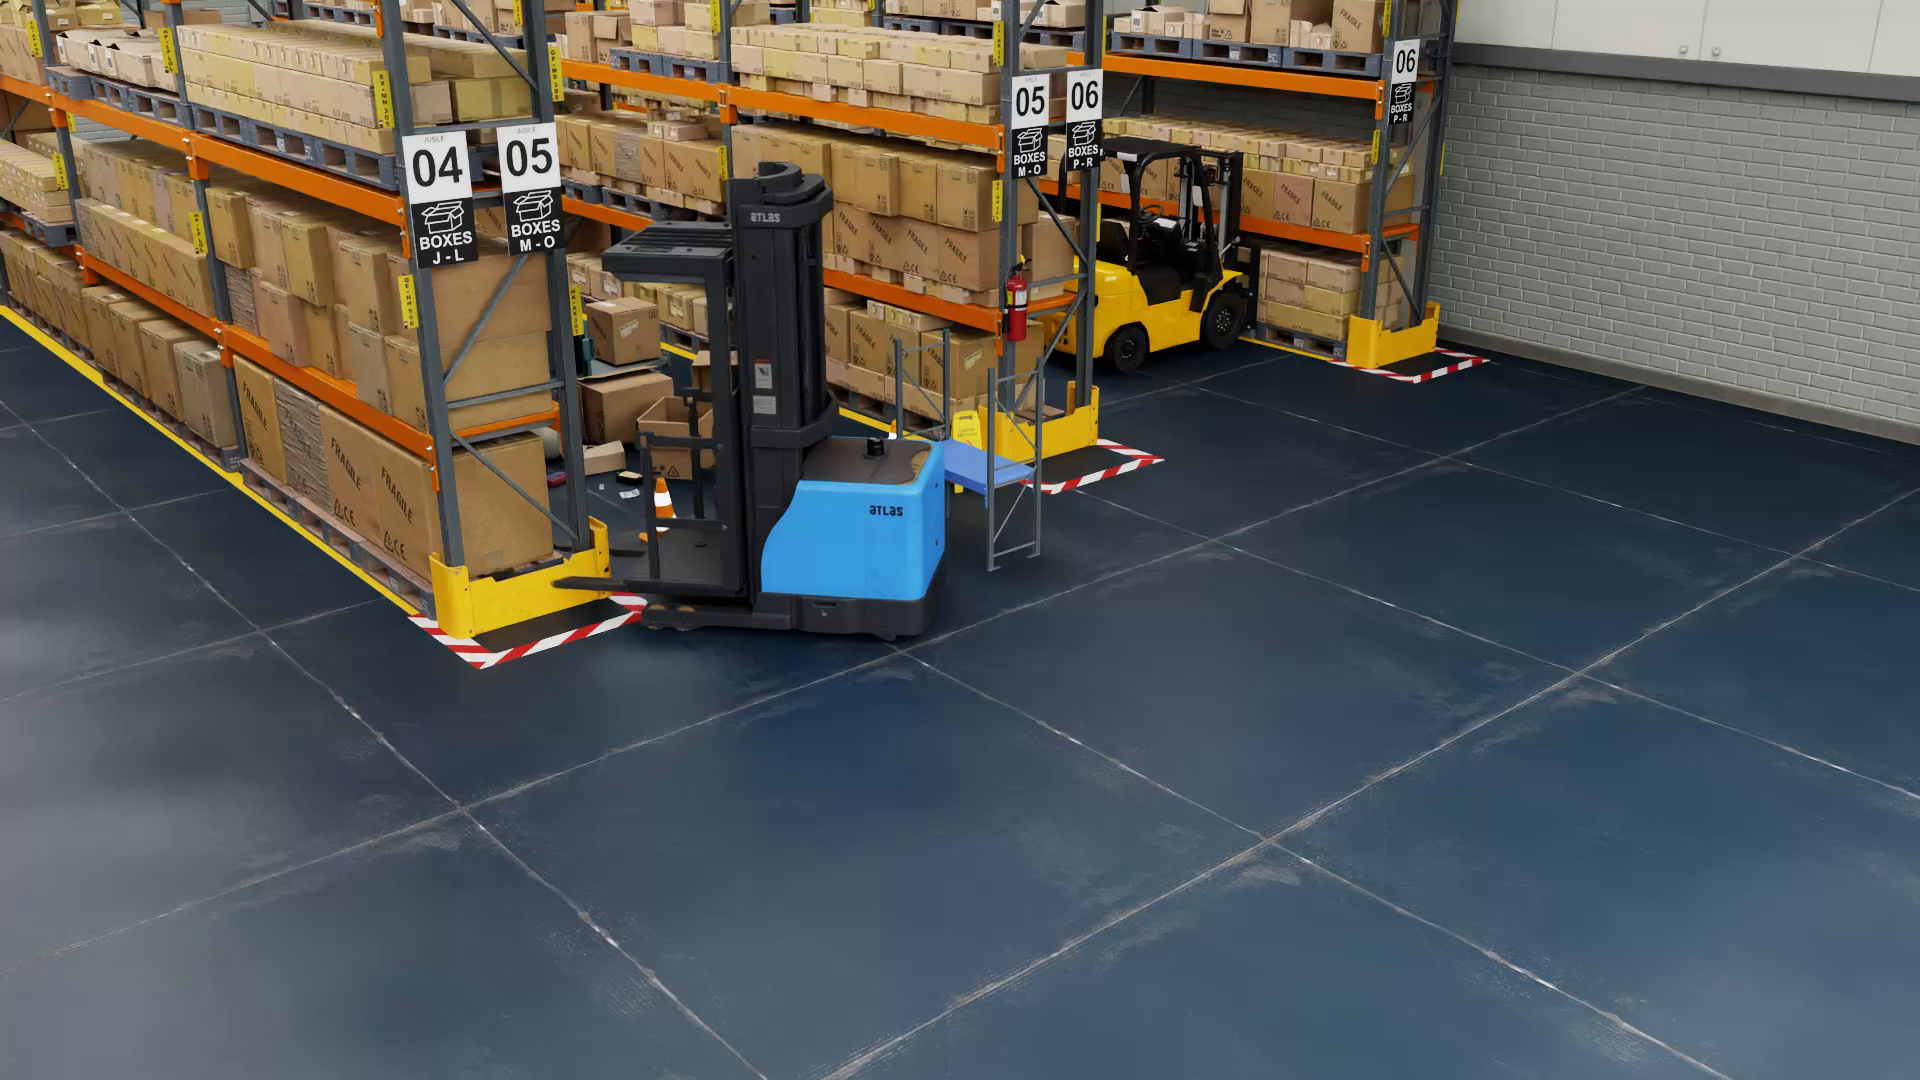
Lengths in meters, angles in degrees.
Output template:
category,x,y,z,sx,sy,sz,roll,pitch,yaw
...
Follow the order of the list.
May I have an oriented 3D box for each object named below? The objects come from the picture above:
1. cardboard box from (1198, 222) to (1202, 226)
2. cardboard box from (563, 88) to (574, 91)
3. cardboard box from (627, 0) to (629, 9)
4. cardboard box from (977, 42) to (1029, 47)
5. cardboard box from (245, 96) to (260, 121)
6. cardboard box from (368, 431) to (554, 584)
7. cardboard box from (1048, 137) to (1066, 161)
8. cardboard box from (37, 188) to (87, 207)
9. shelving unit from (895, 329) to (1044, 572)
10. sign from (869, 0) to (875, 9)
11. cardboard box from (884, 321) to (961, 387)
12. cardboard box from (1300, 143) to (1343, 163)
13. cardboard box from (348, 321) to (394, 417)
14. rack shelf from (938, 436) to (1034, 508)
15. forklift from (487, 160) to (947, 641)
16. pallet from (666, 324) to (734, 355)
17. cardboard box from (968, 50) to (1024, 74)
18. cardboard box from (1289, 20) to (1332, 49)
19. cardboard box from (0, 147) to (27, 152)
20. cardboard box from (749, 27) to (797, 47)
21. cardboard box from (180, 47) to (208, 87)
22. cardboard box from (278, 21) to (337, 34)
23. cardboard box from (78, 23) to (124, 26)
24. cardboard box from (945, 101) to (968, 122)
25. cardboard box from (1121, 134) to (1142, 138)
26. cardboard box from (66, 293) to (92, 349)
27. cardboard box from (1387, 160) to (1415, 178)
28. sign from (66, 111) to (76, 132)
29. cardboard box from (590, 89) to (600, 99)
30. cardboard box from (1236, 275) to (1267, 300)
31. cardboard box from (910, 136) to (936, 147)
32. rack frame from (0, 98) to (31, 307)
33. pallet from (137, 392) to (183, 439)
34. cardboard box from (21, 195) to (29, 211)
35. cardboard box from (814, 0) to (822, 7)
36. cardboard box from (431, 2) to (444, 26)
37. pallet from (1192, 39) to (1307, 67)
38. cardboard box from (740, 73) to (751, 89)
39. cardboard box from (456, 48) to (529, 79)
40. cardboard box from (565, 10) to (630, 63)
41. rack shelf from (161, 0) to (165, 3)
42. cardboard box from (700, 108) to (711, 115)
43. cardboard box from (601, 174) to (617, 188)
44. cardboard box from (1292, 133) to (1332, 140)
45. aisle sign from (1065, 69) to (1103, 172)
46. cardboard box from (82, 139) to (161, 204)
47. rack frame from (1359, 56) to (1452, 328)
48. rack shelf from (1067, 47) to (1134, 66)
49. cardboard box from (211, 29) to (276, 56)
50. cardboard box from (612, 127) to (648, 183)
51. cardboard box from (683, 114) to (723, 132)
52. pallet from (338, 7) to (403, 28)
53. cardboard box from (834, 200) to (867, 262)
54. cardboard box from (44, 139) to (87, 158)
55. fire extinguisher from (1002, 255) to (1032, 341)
category,x,y,z,sx,sy,sz,roll,pitch,yaw
cardboard box,2.689,-3.581,19.338,0.500,0.250,0.500,-18,28,-38
cardboard box,-4.958,-5.191,20.116,0.500,0.500,0.500,-17,27,-37
cardboard box,-4.995,-8.432,26.130,0.380,0.149,0.250,-17,27,-37
cardboard box,0.362,-4.086,13.942,0.380,0.149,0.250,-17,27,-37
cardboard box,-4.750,-3.027,11.618,0.380,0.149,0.250,-17,27,-37
cardboard box,-3.445,-0.311,11.502,0.875,0.875,0.875,-17,27,-37
cardboard box,1.365,-4.665,19.801,0.500,0.250,0.500,-18,28,-39
cardboard box,-8.841,-3.388,16.382,0.380,0.149,0.250,-17,27,-36
shelving unit,0.056,-0.675,12.150,0.538,1.500,1.048,-17,27,-37
sign,-1.144,-7.041,21.525,0.100,0.325,0.005,-17,27,-37
cardboard box,-0.332,-1.706,14.893,0.500,0.500,0.500,-16,27,-36
cardboard box,3.721,-3.984,17.109,0.380,0.149,0.250,-17,27,-36
cardboard box,-3.604,-1.241,11.334,0.875,0.550,0.550,-17,27,-37
rack shelf,0.056,-0.507,12.216,0.538,0.185,1.000,-17,27,-37
forklift,-1.655,-0.947,10.882,3.031,2.935,1.130,3,22,8
pallet,-2.388,-2.161,17.711,1.003,0.211,1.213,-17,27,-37
cardboard box,0.288,-3.813,13.245,0.380,0.149,0.250,-17,27,-37
cardboard box,3.553,-5.125,16.813,0.396,0.266,0.258,-17,27,-37
cardboard box,-10.196,-4.098,17.787,0.380,0.149,0.250,-18,28,-38
cardboard box,-1.729,-4.666,15.421,0.380,0.149,0.250,-16,27,-36
cardboard box,-5.456,-3.544,12.390,0.500,0.250,0.500,-17,27,-37
cardboard box,-4.918,-3.836,12.590,0.380,0.149,0.250,-18,27,-38
cardboard box,-8.677,-4.944,16.743,0.500,0.500,0.500,-17,27,-37
cardboard box,0.100,-3.512,13.568,0.380,0.149,0.250,-17,27,-37
cardboard box,2.058,-4.554,18.971,0.380,0.149,0.250,-17,27,-36
cardboard box,-8.802,-2.294,17.080,0.500,0.500,0.500,-18,27,-38
cardboard box,4.465,-3.826,17.112,0.380,0.149,0.250,-18,28,-39
sign,-10.367,-4.920,19.346,0.100,0.325,0.005,-17,27,-37
cardboard box,-5.947,-7.469,27.785,0.380,0.149,0.250,-18,27,-38
cardboard box,3.263,-2.809,18.051,0.500,0.250,0.500,-18,28,-39
cardboard box,-0.303,-5.141,21.703,0.500,0.250,0.500,-18,28,-39
rack frame,-10.785,-4.248,19.217,1.000,3.000,0.127,-17,27,-37
pallet,-6.924,-1.272,15.442,1.003,0.211,1.213,-17,27,-37
cardboard box,-9.333,-3.458,16.969,0.380,0.149,0.250,-18,28,-38
cardboard box,-1.773,-7.379,22.757,0.380,0.149,0.250,-17,27,-37
cardboard box,-6.174,-6.396,20.196,0.396,0.266,0.258,-15,26,-33
pallet,3.247,-5.216,17.697,1.003,0.211,1.213,-17,27,-37
cardboard box,-1.861,-4.378,15.780,0.380,0.149,0.250,-18,28,-38
cardboard box,-2.929,-2.994,10.440,0.380,0.149,0.250,-17,27,-37
cardboard box,-3.879,-5.528,18.236,0.700,0.500,0.500,-17,27,-37
rack shelf,-6.869,-4.863,14.095,1.077,0.370,4.000,-17,27,-37
cardboard box,-3.743,-6.548,25.434,0.380,0.149,0.250,-17,27,-37
cardboard box,-3.736,-3.992,18.333,0.380,0.149,0.250,-16,26,-34
cardboard box,3.763,-4.241,17.765,0.380,0.149,0.250,-16,27,-36
aisle sign,1.007,-3.406,13.503,0.394,0.787,0.004,-17,27,-37
cardboard box,-7.889,-3.529,15.872,0.700,0.500,0.500,-18,27,-38
rack frame,4.490,-3.322,16.852,1.000,3.000,0.127,-17,27,-37
rack shelf,0.573,-6.041,20.669,1.077,0.370,4.000,-17,27,-37
cardboard box,-5.085,-3.539,11.832,0.380,0.149,0.250,-18,28,-38
cardboard box,-3.354,-4.123,17.777,0.500,0.500,0.500,-19,28,-39
cardboard box,-2.705,-4.417,17.637,0.380,0.149,0.250,-16,26,-35
pallet,-7.627,-7.038,22.350,1.003,0.211,1.213,-17,27,-37
cardboard box,-0.795,-2.832,15.055,0.500,0.500,0.500,-17,27,-37
cardboard box,-9.860,-4.321,18.356,0.380,0.149,0.250,-18,27,-38
fire extinguisher,0.458,-1.962,13.486,0.296,0.674,0.183,-17,27,-37
